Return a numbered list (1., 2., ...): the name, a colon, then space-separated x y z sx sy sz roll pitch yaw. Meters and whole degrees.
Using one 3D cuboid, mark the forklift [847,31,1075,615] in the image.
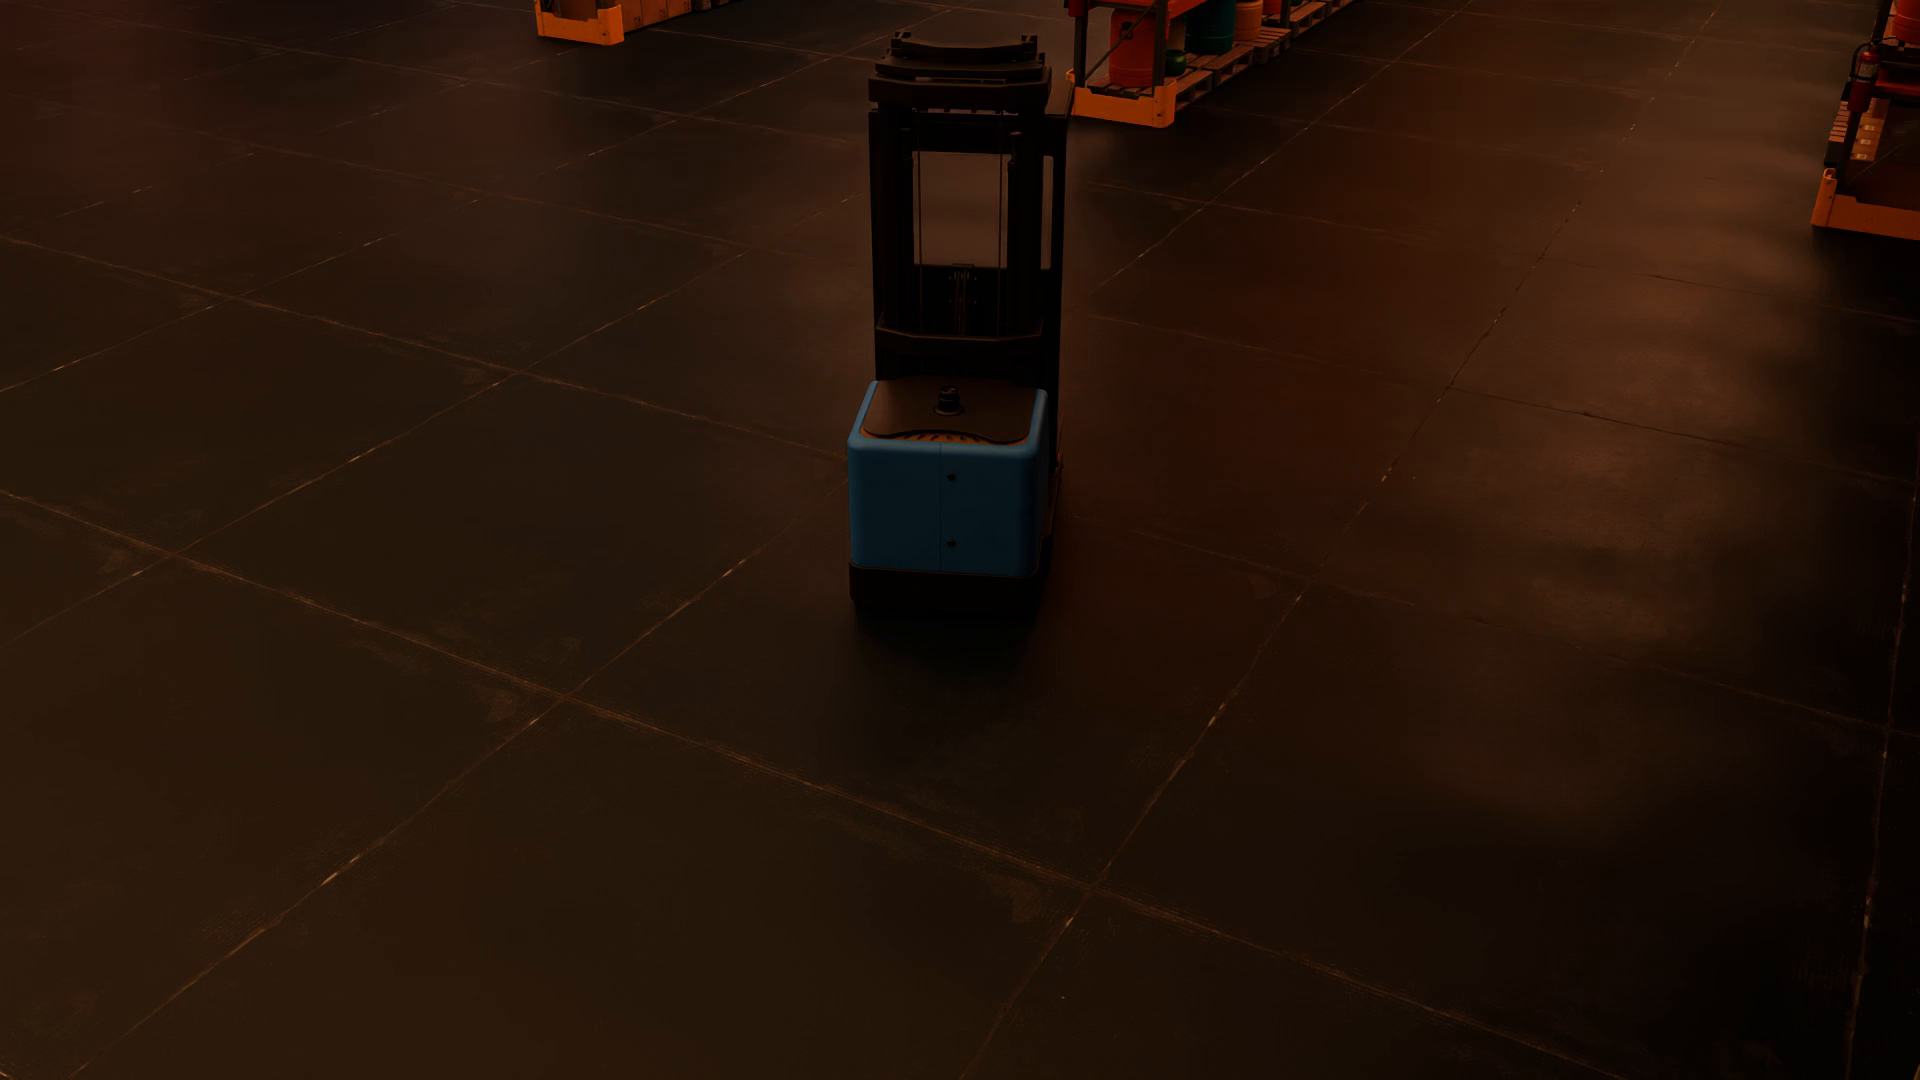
1. forklift: 0.072 -1.572 9.794 1.130 2.935 3.031 3 30 6
